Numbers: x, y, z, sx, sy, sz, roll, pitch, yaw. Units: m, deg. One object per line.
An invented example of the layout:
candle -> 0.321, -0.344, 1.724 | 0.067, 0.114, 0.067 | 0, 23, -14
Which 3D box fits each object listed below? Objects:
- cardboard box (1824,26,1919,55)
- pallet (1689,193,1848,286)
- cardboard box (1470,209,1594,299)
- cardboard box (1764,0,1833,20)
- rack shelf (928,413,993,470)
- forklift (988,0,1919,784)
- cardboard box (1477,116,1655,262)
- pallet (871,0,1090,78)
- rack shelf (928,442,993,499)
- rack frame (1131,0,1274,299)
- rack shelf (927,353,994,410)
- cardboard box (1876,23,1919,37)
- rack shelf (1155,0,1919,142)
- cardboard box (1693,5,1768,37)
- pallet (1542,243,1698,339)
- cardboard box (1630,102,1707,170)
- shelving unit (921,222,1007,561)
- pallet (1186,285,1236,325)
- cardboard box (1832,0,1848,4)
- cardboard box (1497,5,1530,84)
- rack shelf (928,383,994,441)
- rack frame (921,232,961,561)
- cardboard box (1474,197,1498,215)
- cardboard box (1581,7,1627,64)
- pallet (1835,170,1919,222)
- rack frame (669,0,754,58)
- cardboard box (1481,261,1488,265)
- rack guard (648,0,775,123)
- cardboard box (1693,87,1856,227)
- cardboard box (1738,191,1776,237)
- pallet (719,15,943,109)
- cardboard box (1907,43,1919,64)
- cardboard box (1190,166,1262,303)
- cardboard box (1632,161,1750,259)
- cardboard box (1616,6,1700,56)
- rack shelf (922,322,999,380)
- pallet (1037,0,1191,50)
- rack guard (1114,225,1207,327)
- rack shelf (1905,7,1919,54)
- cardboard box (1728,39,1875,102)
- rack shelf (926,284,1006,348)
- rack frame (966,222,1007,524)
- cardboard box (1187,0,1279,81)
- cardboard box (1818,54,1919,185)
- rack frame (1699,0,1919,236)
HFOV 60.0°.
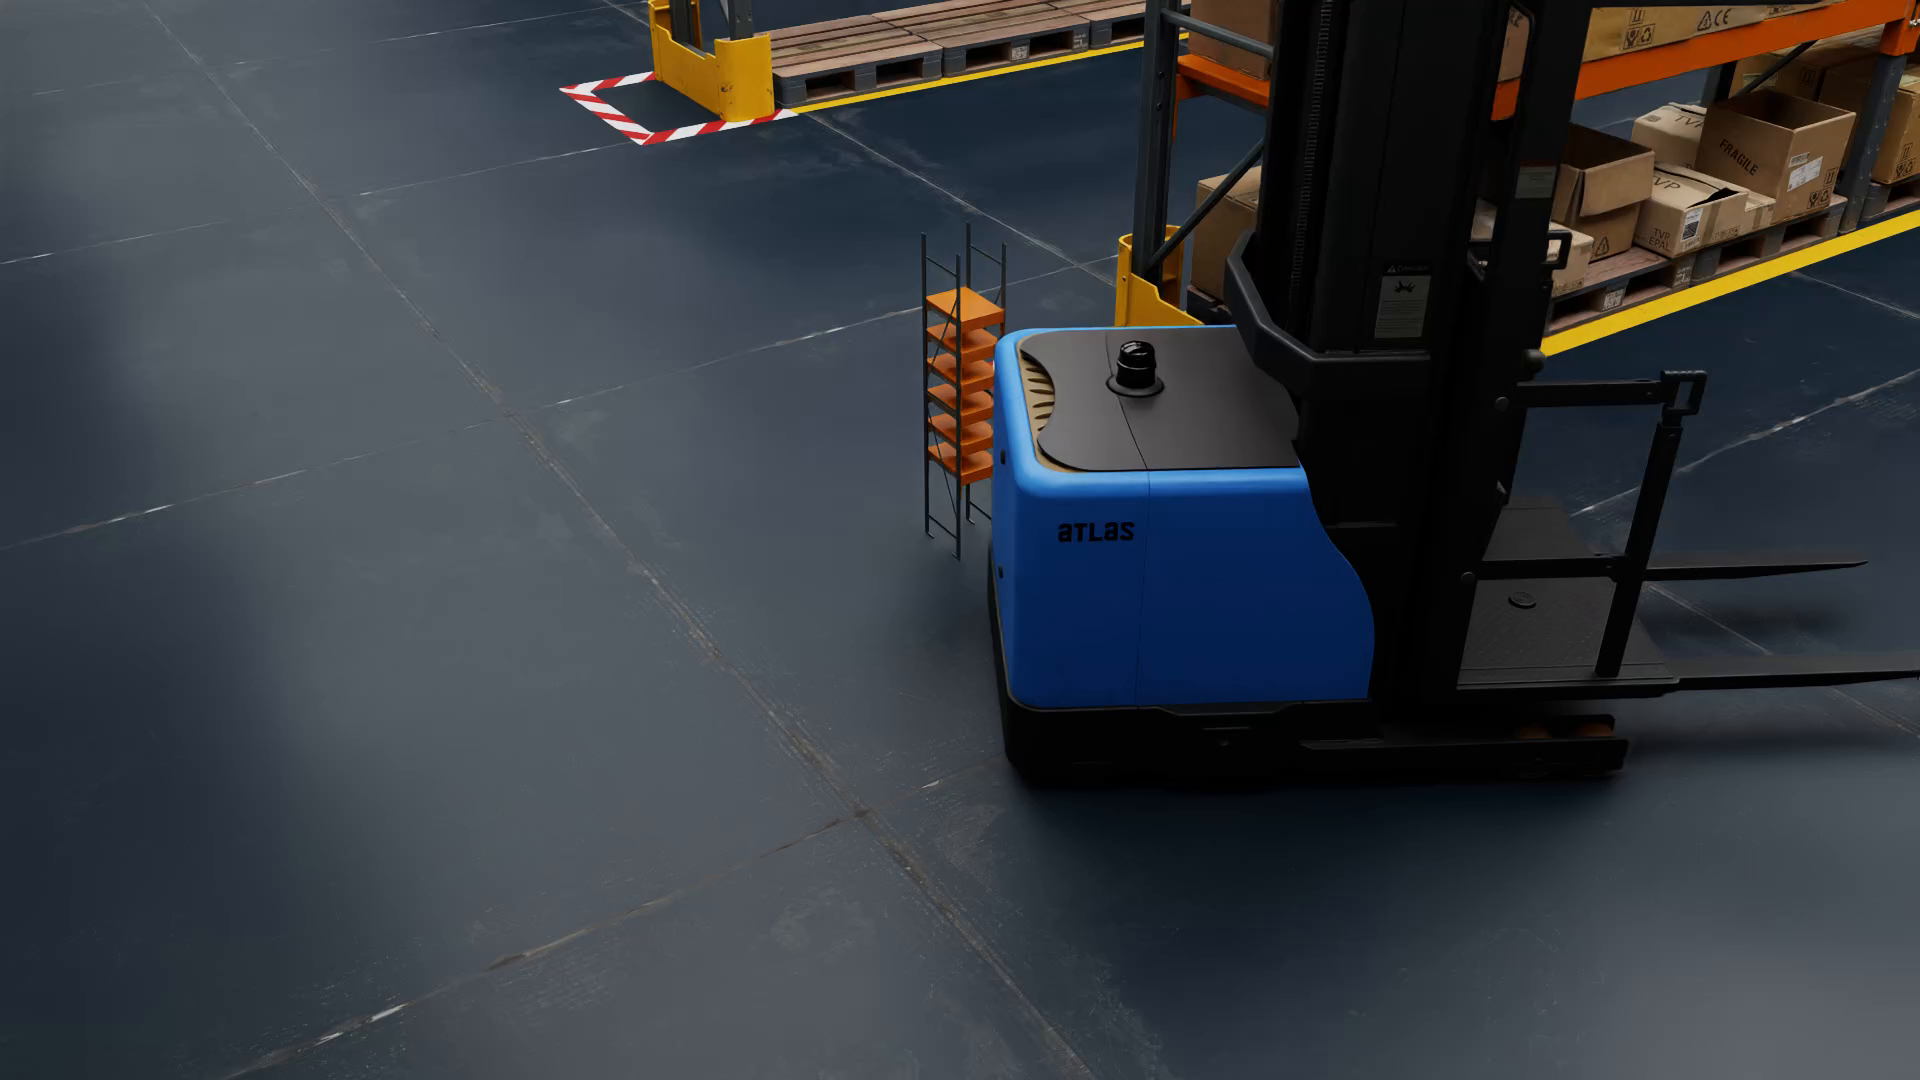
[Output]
cardboard box -> 5.126, -2.658, 9.583 | 0.500, 0.500, 0.500 | -19, 37, -27
pallet -> 3.868, -1.742, 8.813 | 1.213, 0.211, 1.003 | -19, 37, -27
cardboard box -> 2.535, -1.305, 7.672 | 0.500, 0.250, 0.500 | -19, 37, -27
cardboard box -> 3.733, -2.752, 7.708 | 0.500, 0.500, 0.500 | -18, 36, -26
rack shelf -> 0.012, -0.373, 6.024 | 0.180, 0.103, 0.258 | -19, 37, -27
forklift -> 1.631, -0.792, 4.758 | 3.031, 2.935, 1.130 | -2, 32, -2
cardboard box -> 2.870, -1.704, 8.067 | 0.637, 0.503, 0.797 | -19, 37, -27
pallet -> 0.142, -3.577, 11.723 | 1.213, 0.211, 1.003 | -19, 37, -27
rack shelf -> 0.012, -0.271, 6.088 | 0.180, 0.103, 0.258 | -19, 37, -27
rack frame -> 1.084, -1.963, 6.550 | 0.127, 3.000, 1.000 | -19, 37, -27
rack shelf -> 0.012, -0.576, 5.896 | 0.180, 0.103, 0.258 | -19, 37, -27
cardboard box -> 5.547, -2.803, 9.813 | 0.500, 0.500, 0.500 | -18, 37, -27
rack shelf -> 2.765, -2.237, 7.659 | 4.000, 0.370, 1.077 | -19, 37, -27
cardboard box -> 3.302, -2.603, 7.471 | 0.500, 0.500, 0.500 | -18, 36, -26
pallet -> 2.842, -1.387, 8.251 | 1.213, 0.211, 1.003 | -19, 37, -27
cardboard box -> 3.976, -2.144, 8.945 | 0.500, 0.311, 0.500 | -19, 37, -27
shelving unit -> 0.012, -0.512, 5.937 | 0.189, 1.200, 0.258 | -19, 37, -27
pallet -> 1.818, -1.036, 7.695 | 1.213, 0.211, 1.003 | -19, 37, -27
cardboard box -> 4.165, -2.902, 7.945 | 0.500, 0.500, 0.500 | -18, 37, -27
cardboard box -> 2.031, -2.167, 6.780 | 0.500, 0.500, 0.500 | -19, 37, -28
rack shelf -> 0.012, -0.474, 5.960 | 0.180, 0.103, 0.258 | -19, 37, -27
rack frame -> -0.065, -0.485, 5.895 | 0.006, 1.200, 0.240 | -19, 37, -27
cardboard box -> 2.222, -1.515, 8.005 | 0.500, 0.250, 0.500 | -19, 37, -27
cardboard box -> 2.454, -2.311, 7.008 | 0.500, 0.500, 0.500 | -19, 37, -27
pallet -> 5.109, -2.192, 9.527 | 1.213, 0.211, 1.003 | -19, 37, -27
rack frame -> -1.596, -4.185, 10.073 | 0.127, 3.000, 1.000 | -19, 37, -27
cardboard box -> 2.115, -1.161, 7.443 | 0.500, 0.250, 0.500 | -19, 37, -27
rack guard -> -1.610, -3.115, 10.720 | 0.348, 0.500, 1.175 | -19, 37, -27
cardboard box -> 4.121, -1.956, 8.470 | 0.500, 0.500, 0.500 | -19, 37, -27
cardboard box -> 3.838, -1.672, 8.349 | 0.250, 0.149, 0.380 | -19, 37, -27
pallet -> -0.882, -3.227, 11.168 | 1.213, 0.211, 1.003 | -19, 37, -27
cardboard box -> 5.427, -2.438, 9.234 | 0.500, 0.500, 0.500 | -18, 37, -27
cardboard box -> 1.408, -1.359, 7.524 | 0.500, 0.500, 0.500 | -19, 37, -27
cardboard box -> 3.491, -1.659, 8.177 | 0.500, 0.311, 0.500 | -19, 37, -27
cardboard box -> 2.875, -2.454, 7.236 | 0.500, 0.500, 0.500 | -18, 37, -27
rack shelf -> 0.012, -0.677, 5.832 | 0.180, 0.103, 0.258 | -19, 37, -27
pallet -> 1.169, -3.932, 12.286 | 1.213, 0.211, 1.003 | -19, 37, -27
rack guard -> 1.148, -0.928, 7.252 | 0.348, 0.500, 1.175 | -19, 37, -27
rack shelf -> 6.127, -3.393, 9.492 | 4.000, 0.370, 1.077 | -19, 37, -27
cardboard box -> 4.706, -2.519, 9.363 | 0.500, 0.500, 0.500 | -19, 37, -28
rack shelf -> 0.012, -0.779, 5.768 | 0.180, 0.103, 0.258 | -19, 37, -27
rack frame -> 0.089, -0.538, 5.978 | 0.006, 1.200, 0.240 | -19, 37, -27
cardboard box -> 1.313, -2.257, 6.922 | 0.500, 0.500, 0.500 | -18, 36, -26
cardboard box -> 4.985, -2.279, 8.981 | 0.500, 0.500, 0.500 | -21, 38, -29
rack frame -> 4.446, -3.119, 8.383 | 0.127, 3.000, 1.000 | -19, 37, -27
